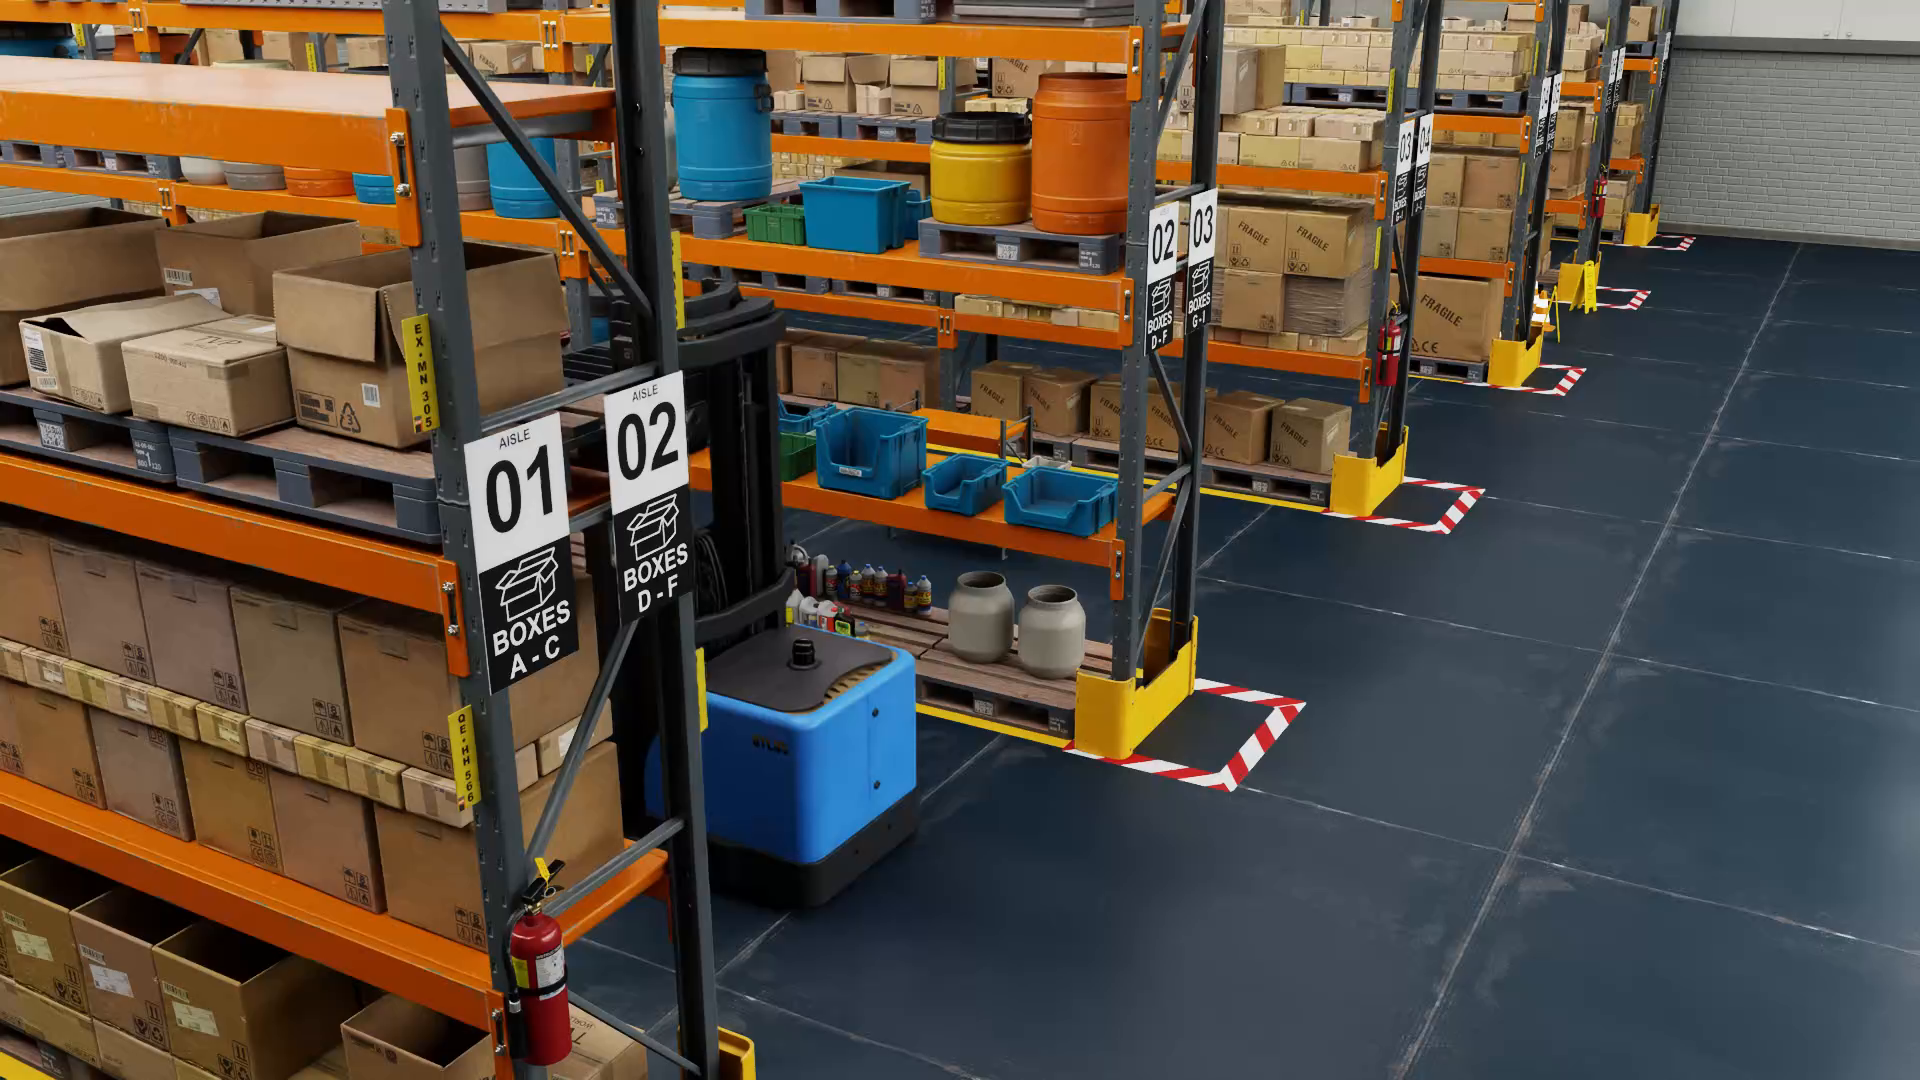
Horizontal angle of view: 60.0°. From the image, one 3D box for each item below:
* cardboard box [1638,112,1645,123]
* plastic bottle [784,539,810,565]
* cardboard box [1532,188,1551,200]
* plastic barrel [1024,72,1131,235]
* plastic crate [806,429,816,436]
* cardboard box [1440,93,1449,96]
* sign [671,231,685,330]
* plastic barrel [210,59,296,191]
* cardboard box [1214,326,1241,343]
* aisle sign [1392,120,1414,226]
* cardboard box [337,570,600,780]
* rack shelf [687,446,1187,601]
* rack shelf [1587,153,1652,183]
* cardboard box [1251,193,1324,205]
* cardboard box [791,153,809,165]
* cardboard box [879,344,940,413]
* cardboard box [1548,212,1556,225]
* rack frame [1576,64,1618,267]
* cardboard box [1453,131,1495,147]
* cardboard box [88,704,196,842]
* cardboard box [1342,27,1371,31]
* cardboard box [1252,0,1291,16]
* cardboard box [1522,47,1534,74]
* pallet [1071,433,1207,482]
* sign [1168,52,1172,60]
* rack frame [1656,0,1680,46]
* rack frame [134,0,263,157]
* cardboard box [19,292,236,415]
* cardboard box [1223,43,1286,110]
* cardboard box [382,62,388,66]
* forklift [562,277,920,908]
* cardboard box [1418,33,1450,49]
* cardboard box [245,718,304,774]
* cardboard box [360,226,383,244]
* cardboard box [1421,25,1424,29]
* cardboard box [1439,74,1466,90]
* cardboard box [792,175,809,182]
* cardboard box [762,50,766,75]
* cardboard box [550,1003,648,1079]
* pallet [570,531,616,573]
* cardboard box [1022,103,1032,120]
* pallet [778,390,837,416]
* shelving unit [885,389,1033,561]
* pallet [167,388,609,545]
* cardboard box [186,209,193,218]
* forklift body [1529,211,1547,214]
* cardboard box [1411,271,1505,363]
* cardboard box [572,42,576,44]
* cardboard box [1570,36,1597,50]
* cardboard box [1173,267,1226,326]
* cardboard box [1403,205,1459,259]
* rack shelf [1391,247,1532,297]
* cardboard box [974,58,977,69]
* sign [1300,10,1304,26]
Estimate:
[{"bbox_3d":[10.682,-6.699,26.335,0.250,0.149,0.380,10,22,26],"label":"cardboard box"},{"bbox_3d":[-1.154,0.170,11.737,0.185,0.351,0.144,11,22,27],"label":"plastic bottle"},{"bbox_3d":[7.728,-4.624,22.083,0.250,0.149,0.380,10,22,27],"label":"cardboard box"},{"bbox_3d":[0.699,-2.163,9.284,0.708,0.830,0.600,11,23,27],"label":"plastic barrel"},{"bbox_3d":[-0.766,-0.657,11.164,0.437,0.136,0.530,11,23,27],"label":"plastic crate"},{"bbox_3d":[7.984,-7.353,27.703,0.250,0.149,0.380,10,22,26],"label":"cardboard box"},{"bbox_3d":[-0.958,-0.859,5.537,0.005,0.325,0.100,11,23,27],"label":"sign"},{"bbox_3d":[-5.188,-3.085,12.337,0.600,0.901,0.600,0,20,0],"label":"plastic barrel"},{"bbox_3d":[2.381,-1.821,14.354,0.250,0.149,0.380,11,23,27],"label":"cardboard box"},{"bbox_3d":[3.509,-2.907,13.168,0.004,0.787,0.394,11,23,27],"label":"aisle sign"},{"bbox_3d":[-1.681,0.417,5.768,0.500,0.500,0.700,11,23,27],"label":"cardboard box"},{"bbox_3d":[-0.561,-0.305,10.861,4.000,0.370,1.077,11,23,27],"label":"rack shelf"},{"bbox_3d":[9.105,-6.208,27.134,4.000,0.370,1.077,11,23,27],"label":"rack shelf"},{"bbox_3d":[2.821,-2.699,14.359,0.500,0.500,0.500,11,23,27],"label":"cardboard box"},{"bbox_3d":[-1.974,-4.965,21.533,0.250,0.149,0.380,12,23,29],"label":"cardboard box"},{"bbox_3d":[-0.417,-1.590,16.370,0.500,0.500,0.700,9,22,23],"label":"cardboard box"},{"bbox_3d":[9.425,-5.274,26.921,0.500,0.250,0.500,11,23,28],"label":"cardboard box"},{"bbox_3d":[8.434,-4.735,22.019,0.127,3.000,1.000,11,23,27],"label":"rack frame"},{"bbox_3d":[6.948,-5.552,22.224,0.500,0.500,0.700,10,22,27],"label":"cardboard box"},{"bbox_3d":[-2.988,0.779,6.673,0.500,0.500,0.700,12,23,29],"label":"cardboard box"},{"bbox_3d":[4.417,-5.603,18.449,0.250,0.149,0.380,11,23,28],"label":"cardboard box"},{"bbox_3d":[5.269,-8.883,28.146,0.500,0.500,0.500,11,23,29],"label":"cardboard box"},{"bbox_3d":[5.812,-5.125,17.717,0.500,0.250,0.500,11,23,27],"label":"cardboard box"},{"bbox_3d":[1.782,-0.835,15.358,1.213,0.211,1.003,11,23,27],"label":"pallet"},{"bbox_3d":[2.360,-5.548,18.641,0.005,0.325,0.100,11,23,27],"label":"sign"},{"bbox_3d":[10.851,-9.033,25.072,0.127,3.000,1.000,11,23,27],"label":"rack frame"},{"bbox_3d":[-5.799,-4.461,12.466,0.127,3.000,1.000,11,23,27],"label":"rack frame"},{"bbox_3d":[-2.853,-0.673,5.733,0.500,0.311,0.500,14,24,34],"label":"cardboard box"},{"bbox_3d":[2.437,-3.944,14.124,0.500,0.500,0.500,11,23,27],"label":"cardboard box"},{"bbox_3d":[-5.961,-5.137,18.243,0.500,0.311,0.500,10,22,25],"label":"cardboard box"},{"bbox_3d":[-1.745,0.091,8.816,3.031,2.935,1.130,12,23,29],"label":"forklift"},{"bbox_3d":[4.981,-5.238,17.444,0.250,0.149,0.380,11,23,28],"label":"cardboard box"},{"bbox_3d":[-2.331,0.677,6.002,0.250,0.149,0.380,11,23,28],"label":"cardboard box"},{"bbox_3d":[-6.596,-3.676,18.955,0.500,0.500,0.500,11,23,27],"label":"cardboard box"},{"bbox_3d":[7.603,-8.250,26.916,0.250,0.149,0.380,11,23,28],"label":"cardboard box"},{"bbox_3d":[5.208,-4.820,17.461,0.250,0.149,0.380,11,23,28],"label":"cardboard box"},{"bbox_3d":[-1.972,-4.684,21.631,0.250,0.149,0.380,11,23,28],"label":"cardboard box"},{"bbox_3d":[-2.215,-4.485,16.053,0.500,0.500,0.500,10,22,26],"label":"cardboard box"},{"bbox_3d":[-1.593,2.104,6.584,0.500,0.250,0.500,11,23,27],"label":"cardboard box"},{"bbox_3d":[-3.011,0.216,12.459,1.213,0.211,1.003,11,23,27],"label":"pallet"},{"bbox_3d":[0.735,-3.755,14.556,0.250,0.149,0.380,11,23,28],"label":"cardboard box"},{"bbox_3d":[-1.641,-1.471,17.110,1.213,0.211,1.003,11,23,27],"label":"pallet"},{"bbox_3d":[-0.006,-0.530,13.176,1.048,1.125,0.538,11,23,27],"label":"shelving unit"},{"bbox_3d":[-1.838,-0.330,5.607,1.213,0.211,1.003,11,23,27],"label":"pallet"},{"bbox_3d":[-9.320,-4.000,20.361,0.250,0.149,0.380,10,22,26],"label":"cardboard box"},{"bbox_3d":[8.306,-5.586,25.612,1.214,2.155,2.313,11,23,27],"label":"forklift body"},{"bbox_3d":[5.484,-2.536,18.458,0.875,0.875,0.875,11,23,28],"label":"cardboard box"},{"bbox_3d":[-5.344,-6.906,23.092,0.500,0.250,0.500,10,22,25],"label":"cardboard box"},{"bbox_3d":[7.995,-6.370,21.327,0.250,0.149,0.380,11,23,28],"label":"cardboard box"},{"bbox_3d":[2.224,-2.215,14.489,0.500,0.500,0.875,11,23,27],"label":"cardboard box"},{"bbox_3d":[5.271,-3.448,18.252,0.550,0.550,0.875,11,23,27],"label":"cardboard box"},{"bbox_3d":[4.362,-3.239,18.950,4.000,0.370,1.077,11,23,27],"label":"rack shelf"},{"bbox_3d":[0.086,-5.890,20.262,0.500,0.250,0.500,11,23,29],"label":"cardboard box"},{"bbox_3d":[4.674,-7.073,22.729,0.005,0.325,0.100,11,23,27],"label":"sign"}]
